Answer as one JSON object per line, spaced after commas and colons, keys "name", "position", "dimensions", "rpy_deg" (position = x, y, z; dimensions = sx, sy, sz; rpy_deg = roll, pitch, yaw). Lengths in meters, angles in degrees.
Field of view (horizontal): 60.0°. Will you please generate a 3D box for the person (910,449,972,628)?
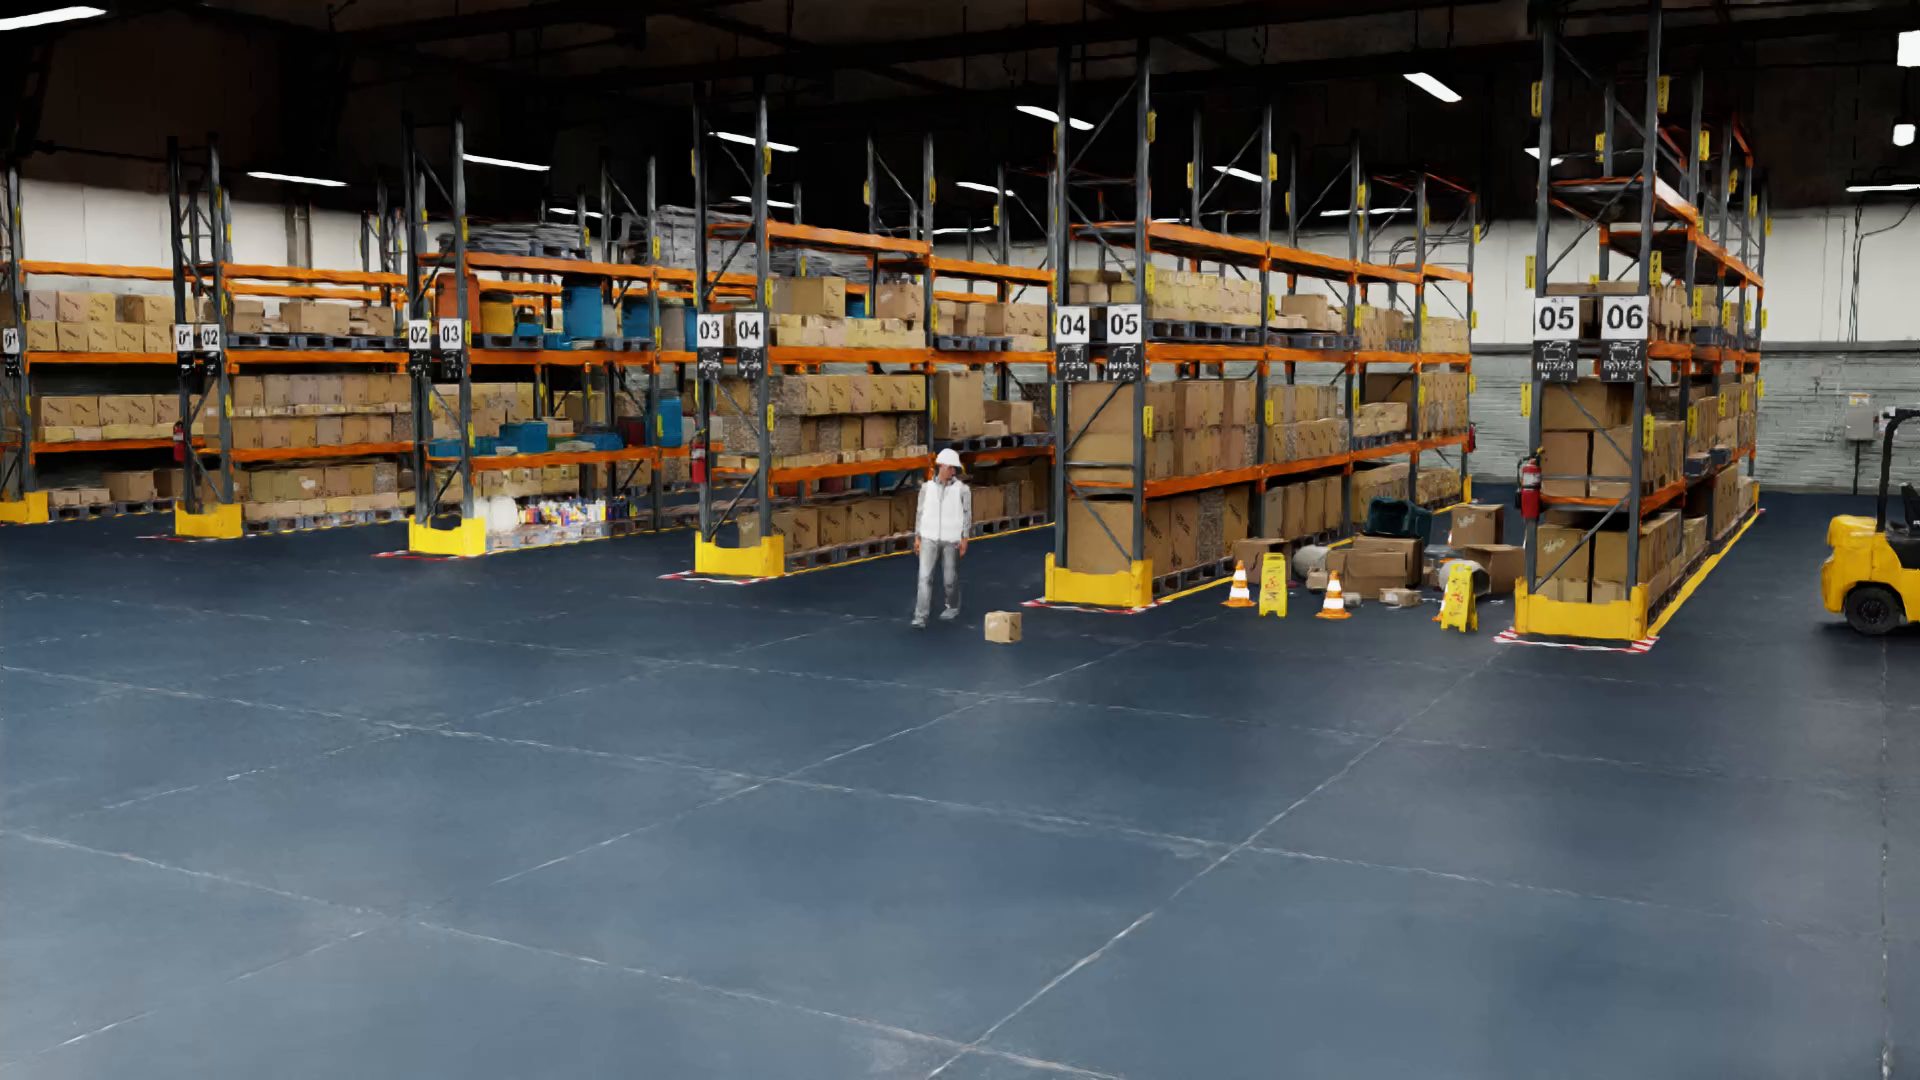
{"name": "person", "position": [-0.176, -0.017, 16.237], "dimensions": [0.589, 1.739, 0.891], "rpy_deg": [1, 6, 8]}
